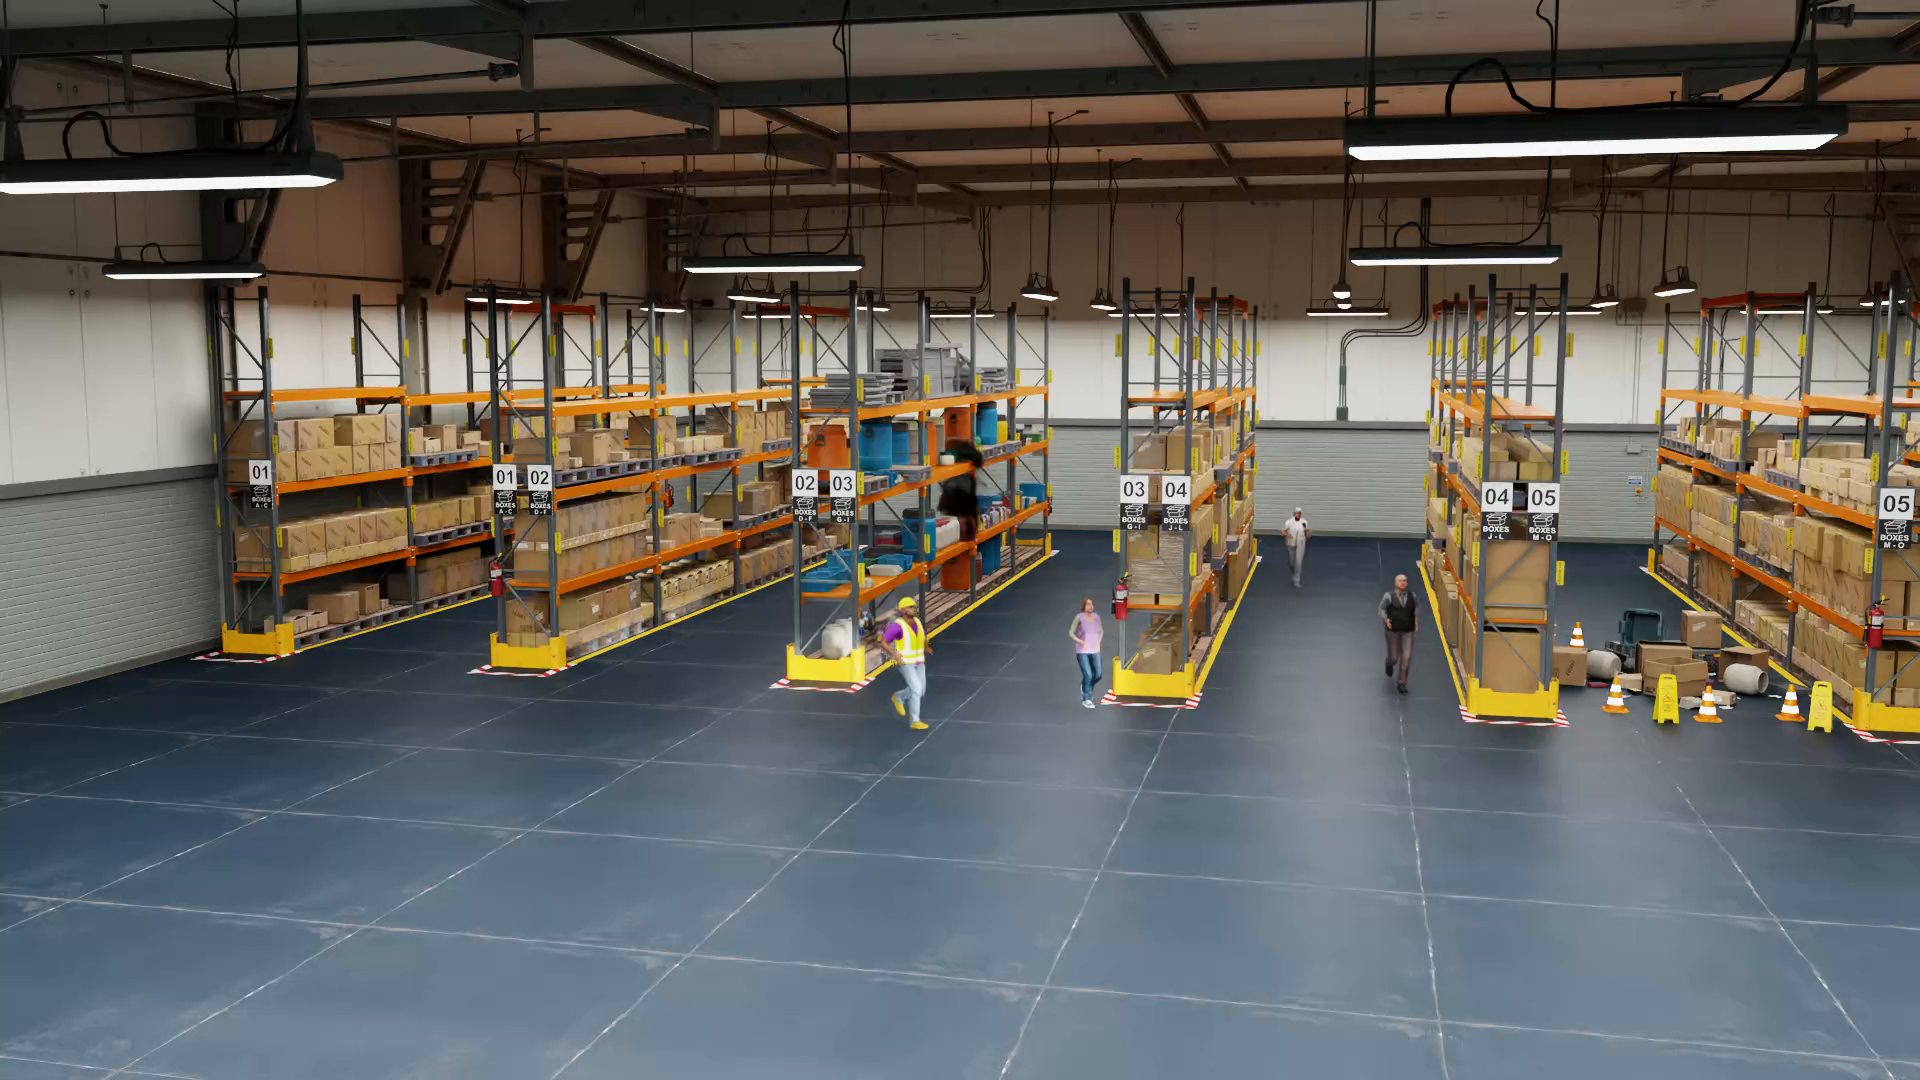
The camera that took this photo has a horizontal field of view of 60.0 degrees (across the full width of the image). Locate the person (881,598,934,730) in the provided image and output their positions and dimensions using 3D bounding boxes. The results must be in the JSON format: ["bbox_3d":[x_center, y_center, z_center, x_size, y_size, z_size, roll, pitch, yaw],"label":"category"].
[{"bbox_3d":[-0.692,1.619,22.042,0.779,1.730,0.710,6,9,44],"label":"person"}]

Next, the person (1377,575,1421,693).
[{"bbox_3d":[6.488,1.356,24.543,0.664,1.707,0.845,0,7,3],"label":"person"}]

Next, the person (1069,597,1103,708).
[{"bbox_3d":[1.783,1.572,23.216,0.531,1.540,0.529,-2,7,-19],"label":"person"}]

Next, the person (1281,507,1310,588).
[{"bbox_3d":[7.115,0.139,35.285,0.597,1.678,0.835,1,7,11],"label":"person"}]
